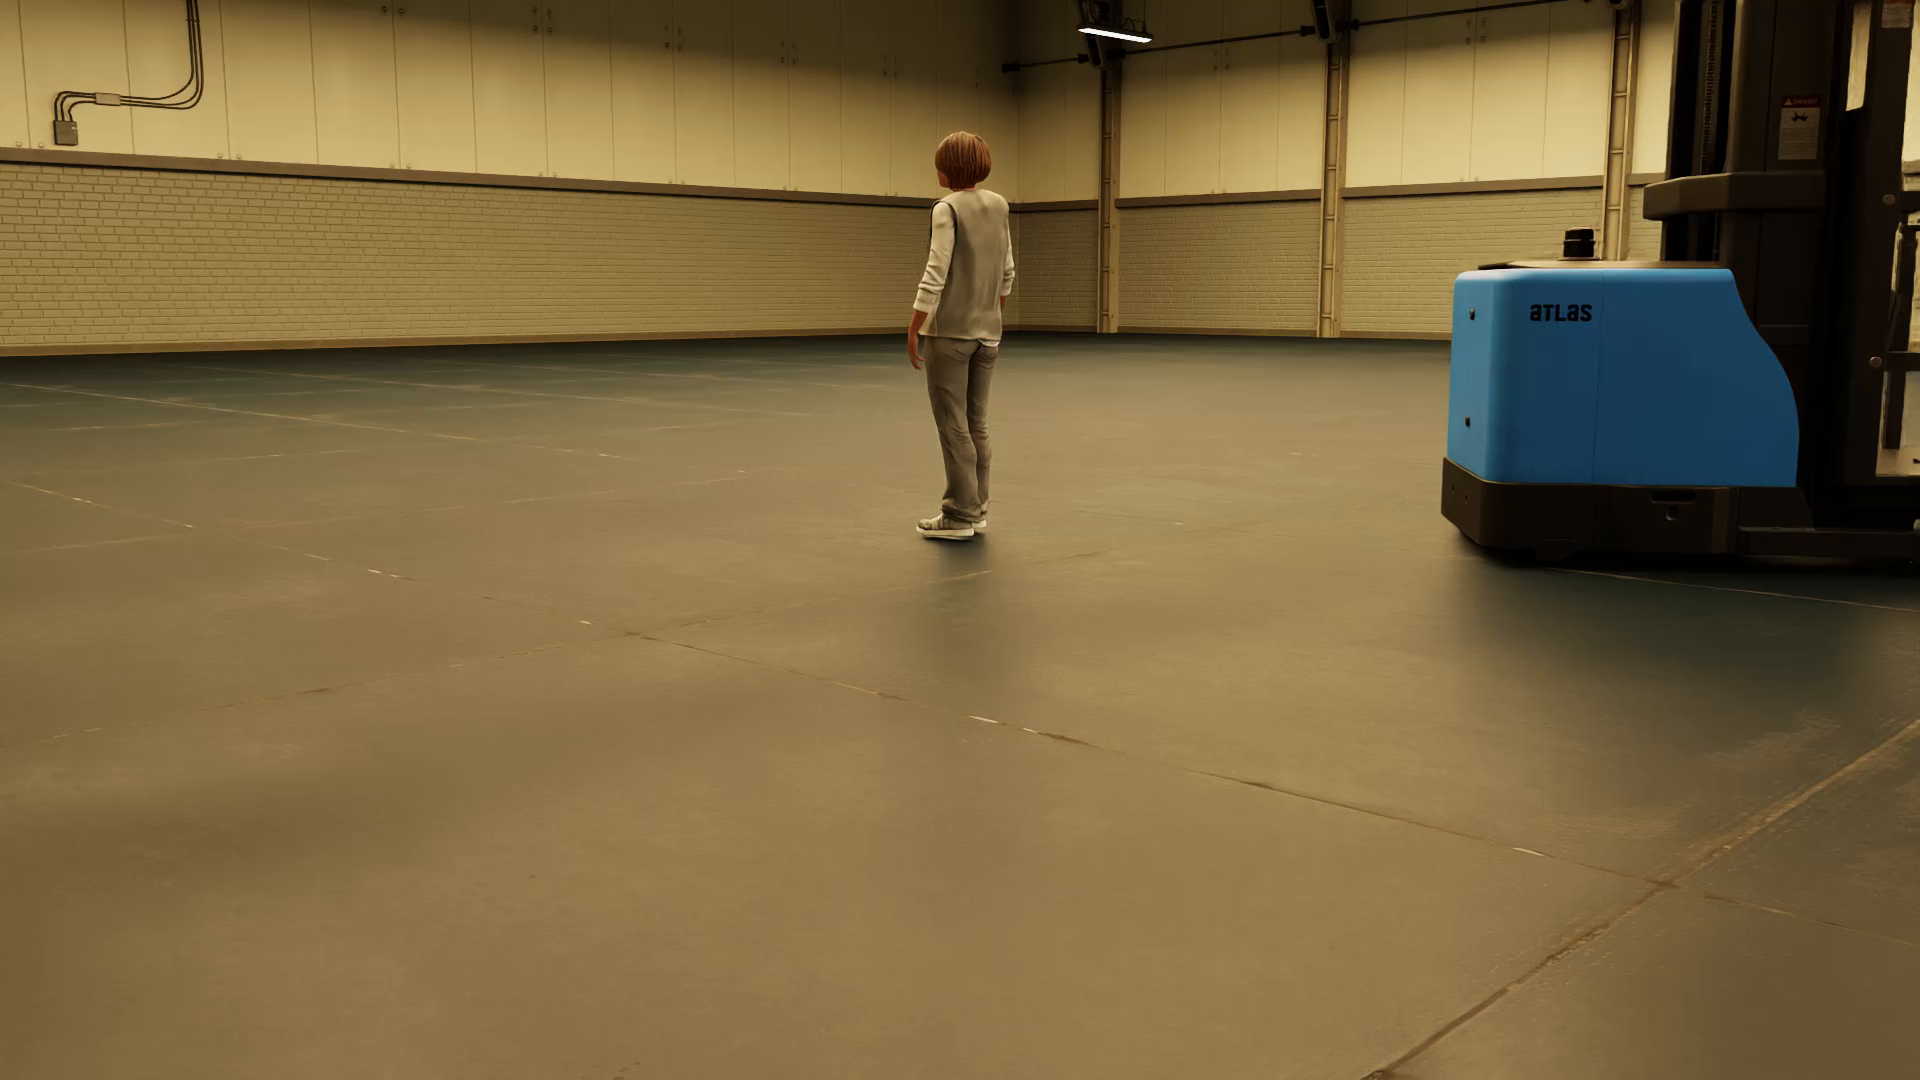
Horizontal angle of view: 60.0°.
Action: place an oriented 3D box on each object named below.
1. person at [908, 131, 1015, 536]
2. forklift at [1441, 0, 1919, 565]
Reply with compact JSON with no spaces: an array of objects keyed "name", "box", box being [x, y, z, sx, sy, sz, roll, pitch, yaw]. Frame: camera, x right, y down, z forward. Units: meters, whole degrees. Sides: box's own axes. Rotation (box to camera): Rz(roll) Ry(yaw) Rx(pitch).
[{"name":"person","box":[-0.044,-0.806,6.659,0.473,1.599,0.520,8,12,43]},{"name":"forklift","box":[3.462,-1.396,6.145,3.031,2.935,1.130,1,9,7]}]
